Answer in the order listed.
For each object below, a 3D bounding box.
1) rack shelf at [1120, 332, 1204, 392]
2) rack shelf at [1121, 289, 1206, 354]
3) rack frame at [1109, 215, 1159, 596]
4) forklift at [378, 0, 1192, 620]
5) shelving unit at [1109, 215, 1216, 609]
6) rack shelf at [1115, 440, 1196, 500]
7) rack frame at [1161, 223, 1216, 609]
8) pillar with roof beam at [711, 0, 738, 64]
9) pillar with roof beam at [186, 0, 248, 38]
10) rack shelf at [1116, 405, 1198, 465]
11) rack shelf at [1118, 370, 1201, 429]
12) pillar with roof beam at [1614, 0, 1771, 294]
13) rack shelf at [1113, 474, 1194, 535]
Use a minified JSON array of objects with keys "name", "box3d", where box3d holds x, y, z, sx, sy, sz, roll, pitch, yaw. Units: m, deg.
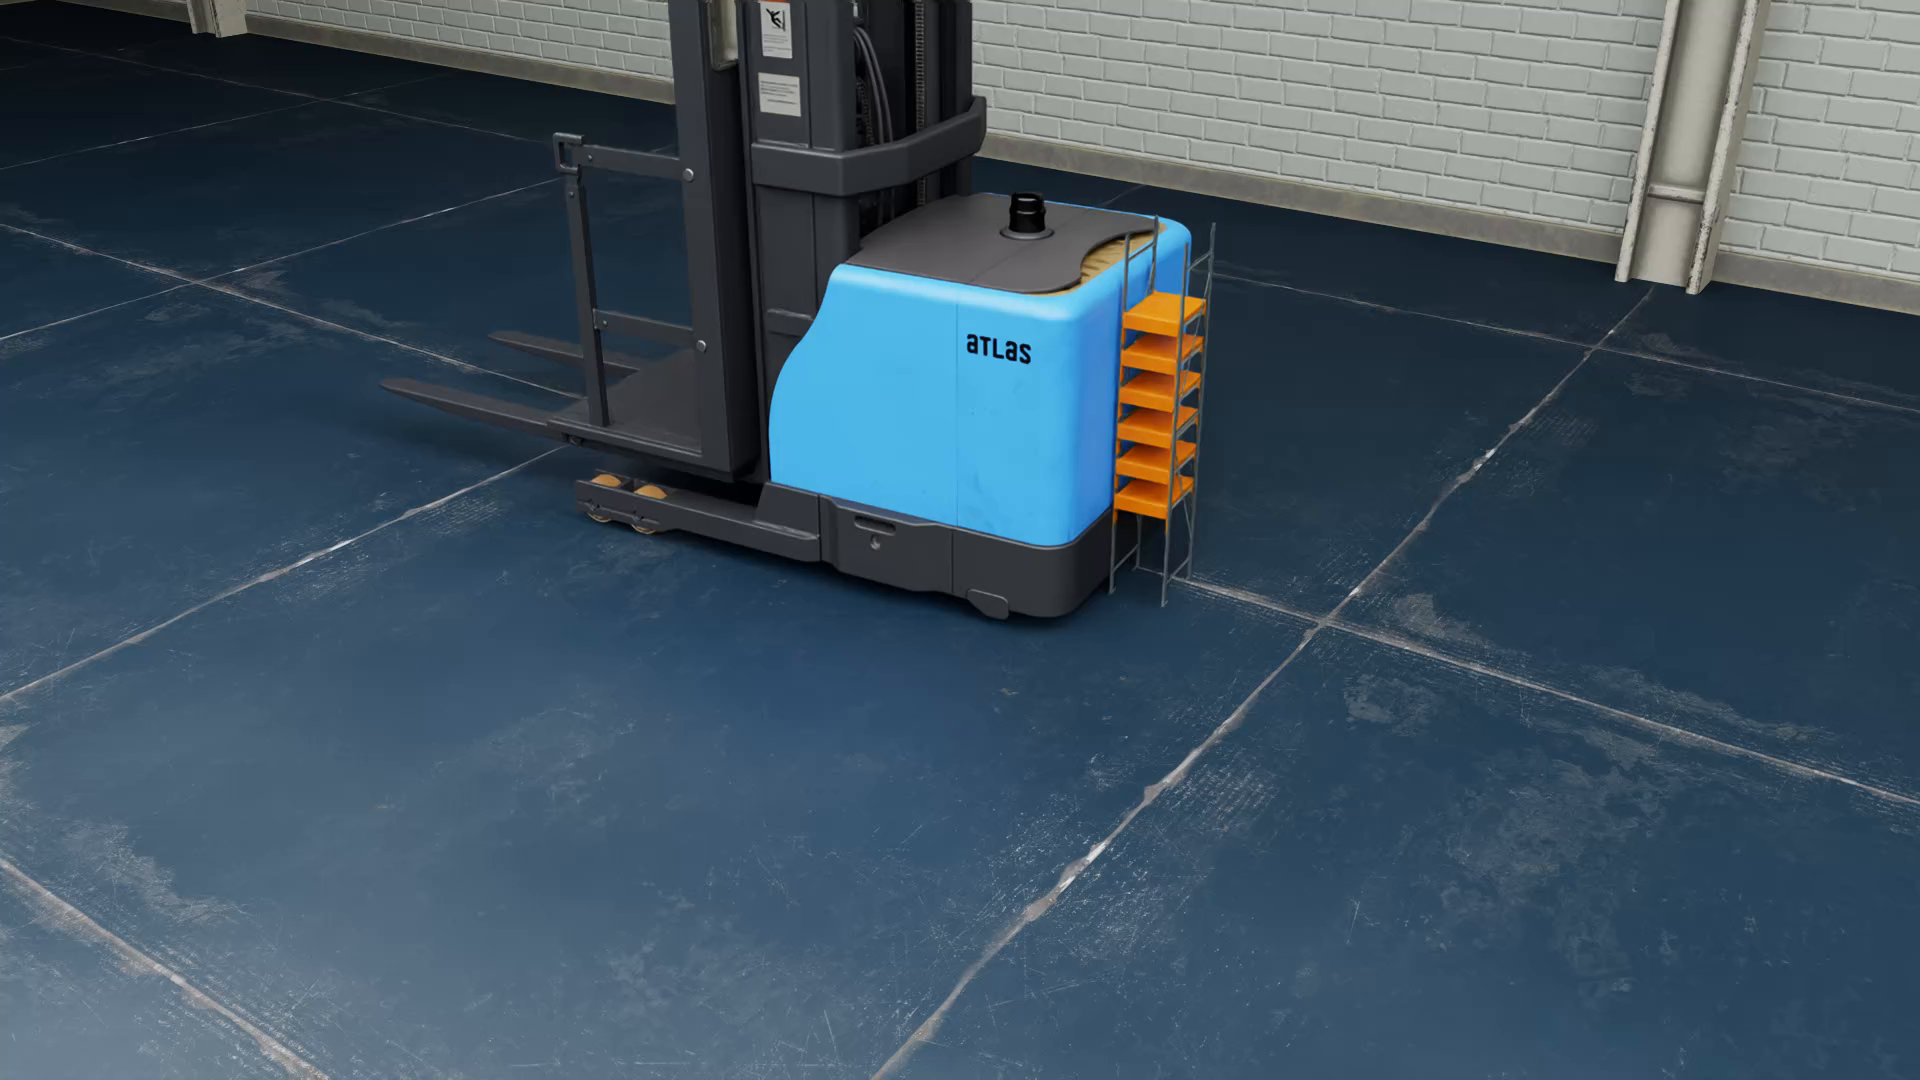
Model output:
[{"name":"rack shelf","box3d":[0.623,-0.557,5.091,0.180,0.103,0.258,14,30,25]},{"name":"rack shelf","box3d":[0.623,-0.664,5.037,0.180,0.103,0.258,14,30,25]},{"name":"rack frame","box3d":[0.543,-0.403,5.218,0.006,1.200,0.240,14,30,25]},{"name":"forklift","box3d":[-0.772,-1.522,5.508,3.031,2.935,1.130,14,30,25]},{"name":"shelving unit","box3d":[0.623,-0.383,5.180,0.189,1.200,0.258,14,30,25]},{"name":"rack shelf","box3d":[0.623,-0.236,5.254,0.180,0.103,0.258,14,30,25]},{"name":"rack frame","box3d":[0.704,-0.363,5.141,0.006,1.200,0.240,14,30,25]},{"name":"pillar with roof beam","box3d":[-3.869,-5.245,6.134,0.400,9.000,9.100,17,32,30]},{"name":"pillar with roof beam","box3d":[-8.815,-6.785,9.161,0.400,9.000,9.100,17,32,30]},{"name":"rack shelf","box3d":[0.623,-0.343,5.200,0.180,0.103,0.258,14,30,25]},{"name":"rack shelf","box3d":[0.623,-0.450,5.145,0.180,0.103,0.258,14,30,25]},{"name":"pillar with roof beam","box3d":[1.077,-3.704,3.106,0.400,9.000,9.100,17,32,30]},{"name":"rack shelf","box3d":[0.623,-0.129,5.309,0.180,0.103,0.258,14,30,25]}]
